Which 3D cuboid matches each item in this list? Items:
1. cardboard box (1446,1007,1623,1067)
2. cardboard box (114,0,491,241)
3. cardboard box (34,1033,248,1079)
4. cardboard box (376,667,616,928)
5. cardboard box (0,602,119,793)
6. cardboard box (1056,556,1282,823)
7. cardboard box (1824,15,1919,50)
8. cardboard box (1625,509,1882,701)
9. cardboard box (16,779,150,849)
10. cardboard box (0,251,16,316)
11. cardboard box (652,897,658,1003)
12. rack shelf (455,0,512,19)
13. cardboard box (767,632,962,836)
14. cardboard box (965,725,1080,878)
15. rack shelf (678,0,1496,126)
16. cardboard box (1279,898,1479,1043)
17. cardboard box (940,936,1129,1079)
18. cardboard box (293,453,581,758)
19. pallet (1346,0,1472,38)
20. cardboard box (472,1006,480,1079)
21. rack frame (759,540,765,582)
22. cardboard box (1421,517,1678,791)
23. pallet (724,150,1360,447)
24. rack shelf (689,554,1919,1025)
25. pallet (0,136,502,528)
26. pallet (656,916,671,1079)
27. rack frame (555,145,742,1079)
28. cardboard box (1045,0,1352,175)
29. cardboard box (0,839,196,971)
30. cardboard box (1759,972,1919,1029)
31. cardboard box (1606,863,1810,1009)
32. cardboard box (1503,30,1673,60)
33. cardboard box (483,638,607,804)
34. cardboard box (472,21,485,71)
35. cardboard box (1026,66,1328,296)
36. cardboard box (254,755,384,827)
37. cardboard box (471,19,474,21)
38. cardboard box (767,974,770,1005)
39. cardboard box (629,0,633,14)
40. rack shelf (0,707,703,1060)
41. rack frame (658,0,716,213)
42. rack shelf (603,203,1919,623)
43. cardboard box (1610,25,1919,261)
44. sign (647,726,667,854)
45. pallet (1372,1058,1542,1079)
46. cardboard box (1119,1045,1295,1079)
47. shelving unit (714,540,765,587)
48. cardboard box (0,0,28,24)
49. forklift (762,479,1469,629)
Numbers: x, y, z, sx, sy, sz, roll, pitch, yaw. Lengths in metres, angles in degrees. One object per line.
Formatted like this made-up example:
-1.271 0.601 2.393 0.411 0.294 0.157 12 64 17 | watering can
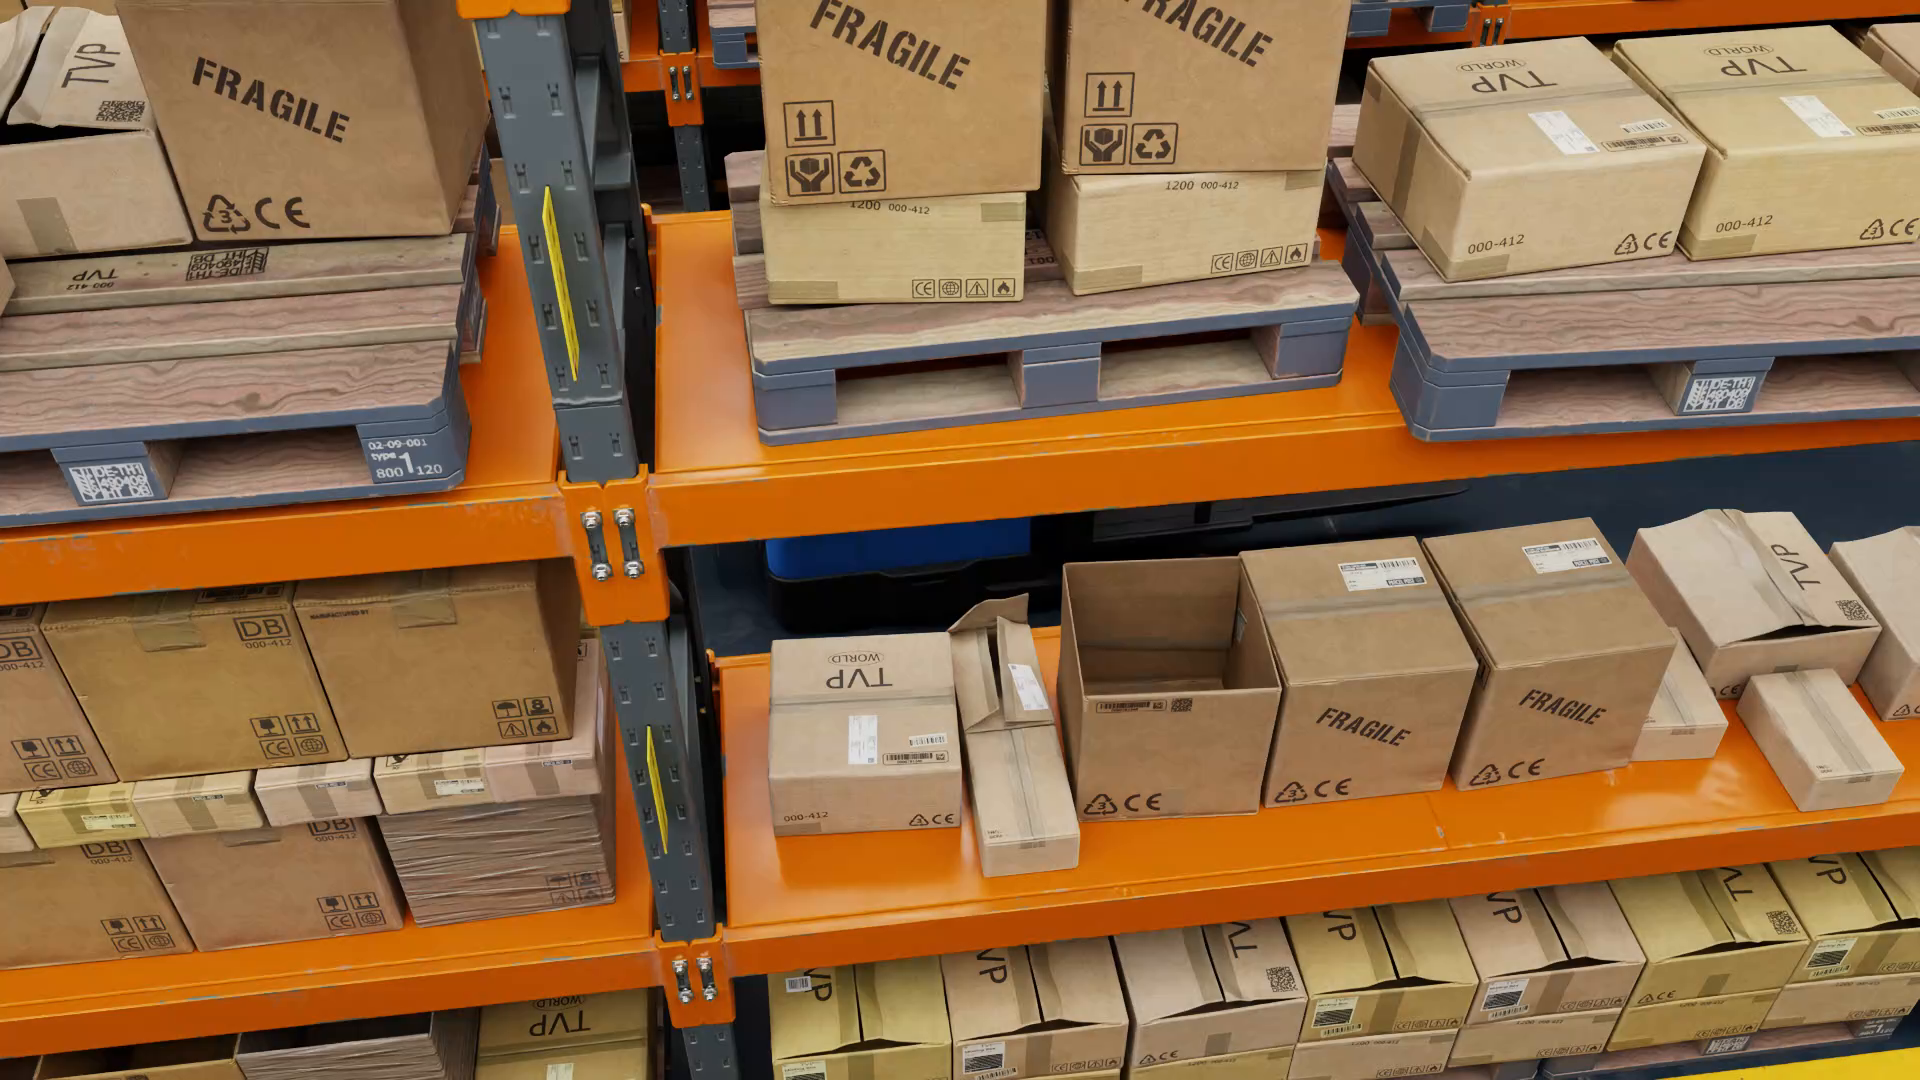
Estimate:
1.723 1.354 5.249 0.500 0.250 0.500 -4 42 -5 | cardboard box
-1.278 -0.951 3.332 0.500 0.500 0.500 -2 42 -2 | cardboard box
-2.168 1.393 4.645 0.500 0.500 0.500 -5 42 -6 | cardboard box
-1.183 0.545 4.331 0.500 0.500 0.700 -6 42 -7 | cardboard box
-2.181 0.151 3.800 0.500 0.500 0.700 -5 42 -6 | cardboard box
0.542 0.401 4.491 0.500 0.500 0.500 -2 42 -2 | cardboard box
5.034 -2.581 9.163 0.750 0.750 0.750 -4 42 -4 | cardboard box
2.310 0.174 4.884 0.500 0.311 0.500 -5 42 -6 | cardboard box
-1.995 0.515 3.881 0.250 0.149 0.380 -5 42 -6 | cardboard box
-1.905 -0.403 2.987 0.250 0.149 0.380 -5 42 -6 | cardboard box
-1.243 1.243 5.371 0.500 0.250 0.500 -5 42 -6 | cardboard box
-2.727 -1.099 2.585 4.000 0.370 1.077 -5 42 -6 | rack shelf
-0.261 0.523 4.542 0.500 0.250 0.500 -3 42 -3 | cardboard box
0.161 0.692 4.431 0.250 0.149 0.380 -5 42 -6 | cardboard box
0.593 -2.657 8.493 4.000 0.370 1.077 -5 42 -6 | rack shelf
1.222 1.192 5.010 0.500 0.311 0.500 -4 42 -4 | cardboard box
0.195 1.286 4.905 0.500 0.311 0.500 -5 42 -6 | cardboard box
-1.183 0.063 3.897 0.500 0.500 0.700 -5 42 -5 | cardboard box
1.884 -2.894 8.362 1.003 0.211 1.213 -5 42 -6 | pallet
-1.672 1.627 4.946 0.500 0.250 0.500 -5 42 -6 | cardboard box
-0.854 -0.348 6.738 0.006 1.200 0.240 -7 42 -7 | rack frame
1.561 0.312 4.590 0.500 0.500 0.500 -7 43 -8 | cardboard box
0.129 -0.589 3.566 1.217 0.209 0.805 -7 42 -7 | pallet
1.239 0.633 4.846 4.000 0.370 1.077 -5 42 -6 | rack shelf
-1.586 -0.450 3.336 1.213 0.211 1.003 -5 42 -6 | pallet
-1.538 1.616 5.301 1.213 0.211 1.003 -5 42 -6 | pallet
-0.744 0.540 4.412 0.127 3.000 1.000 -5 42 -6 | rack frame
0.434 -1.045 3.168 0.500 0.500 0.500 -1 42 -1 | cardboard box
-2.203 0.636 4.231 0.500 0.500 0.700 -4 42 -5 | cardboard box
2.732 1.265 5.347 0.500 0.250 0.500 -4 42 -5 | cardboard box
2.220 1.107 5.103 0.500 0.311 0.500 -6 42 -6 | cardboard box
3.322 -2.432 8.998 0.750 0.750 0.750 -6 42 -6 | cardboard box
-0.986 0.427 3.978 0.250 0.149 0.380 -5 42 -6 | cardboard box
-2.315 -2.422 7.792 0.500 0.250 0.500 -5 42 -5 | cardboard box
0.413 -0.771 3.424 0.500 0.250 0.500 -9 43 -10 | cardboard box
-1.491 0.472 3.928 0.250 0.149 0.380 -6 42 -7 | cardboard box
-2.313 -2.687 7.526 0.500 0.500 0.500 -5 42 -6 | cardboard box
-0.312 1.534 5.049 0.500 0.250 0.500 -6 42 -7 | cardboard box
-1.884 -2.803 8.216 0.500 0.250 0.500 -5 42 -5 | cardboard box
-2.727 0.980 4.461 4.000 0.370 1.077 -5 42 -6 | rack shelf
-1.390 -2.750 8.059 0.127 3.000 1.000 -5 42 -6 | rack frame
1.239 -0.481 3.841 4.000 0.370 1.077 -5 42 -6 | rack shelf
1.694 -0.845 3.507 0.500 0.250 0.500 -6 42 -6 | cardboard box
-0.670 0.557 3.687 0.005 0.325 0.100 -5 42 -6 | sign
1.194 1.377 5.566 1.213 0.211 1.003 -5 42 -6 | pallet
0.708 1.444 5.149 0.500 0.250 0.500 -6 42 -7 | cardboard box
-0.944 -0.337 6.727 0.189 1.200 0.258 -7 42 -7 | shelving unit
-4.352 -2.511 7.332 0.500 0.500 0.500 -5 42 -5 | cardboard box
0.644 -1.194 6.386 3.031 2.935 1.130 -6 42 -7 | forklift
